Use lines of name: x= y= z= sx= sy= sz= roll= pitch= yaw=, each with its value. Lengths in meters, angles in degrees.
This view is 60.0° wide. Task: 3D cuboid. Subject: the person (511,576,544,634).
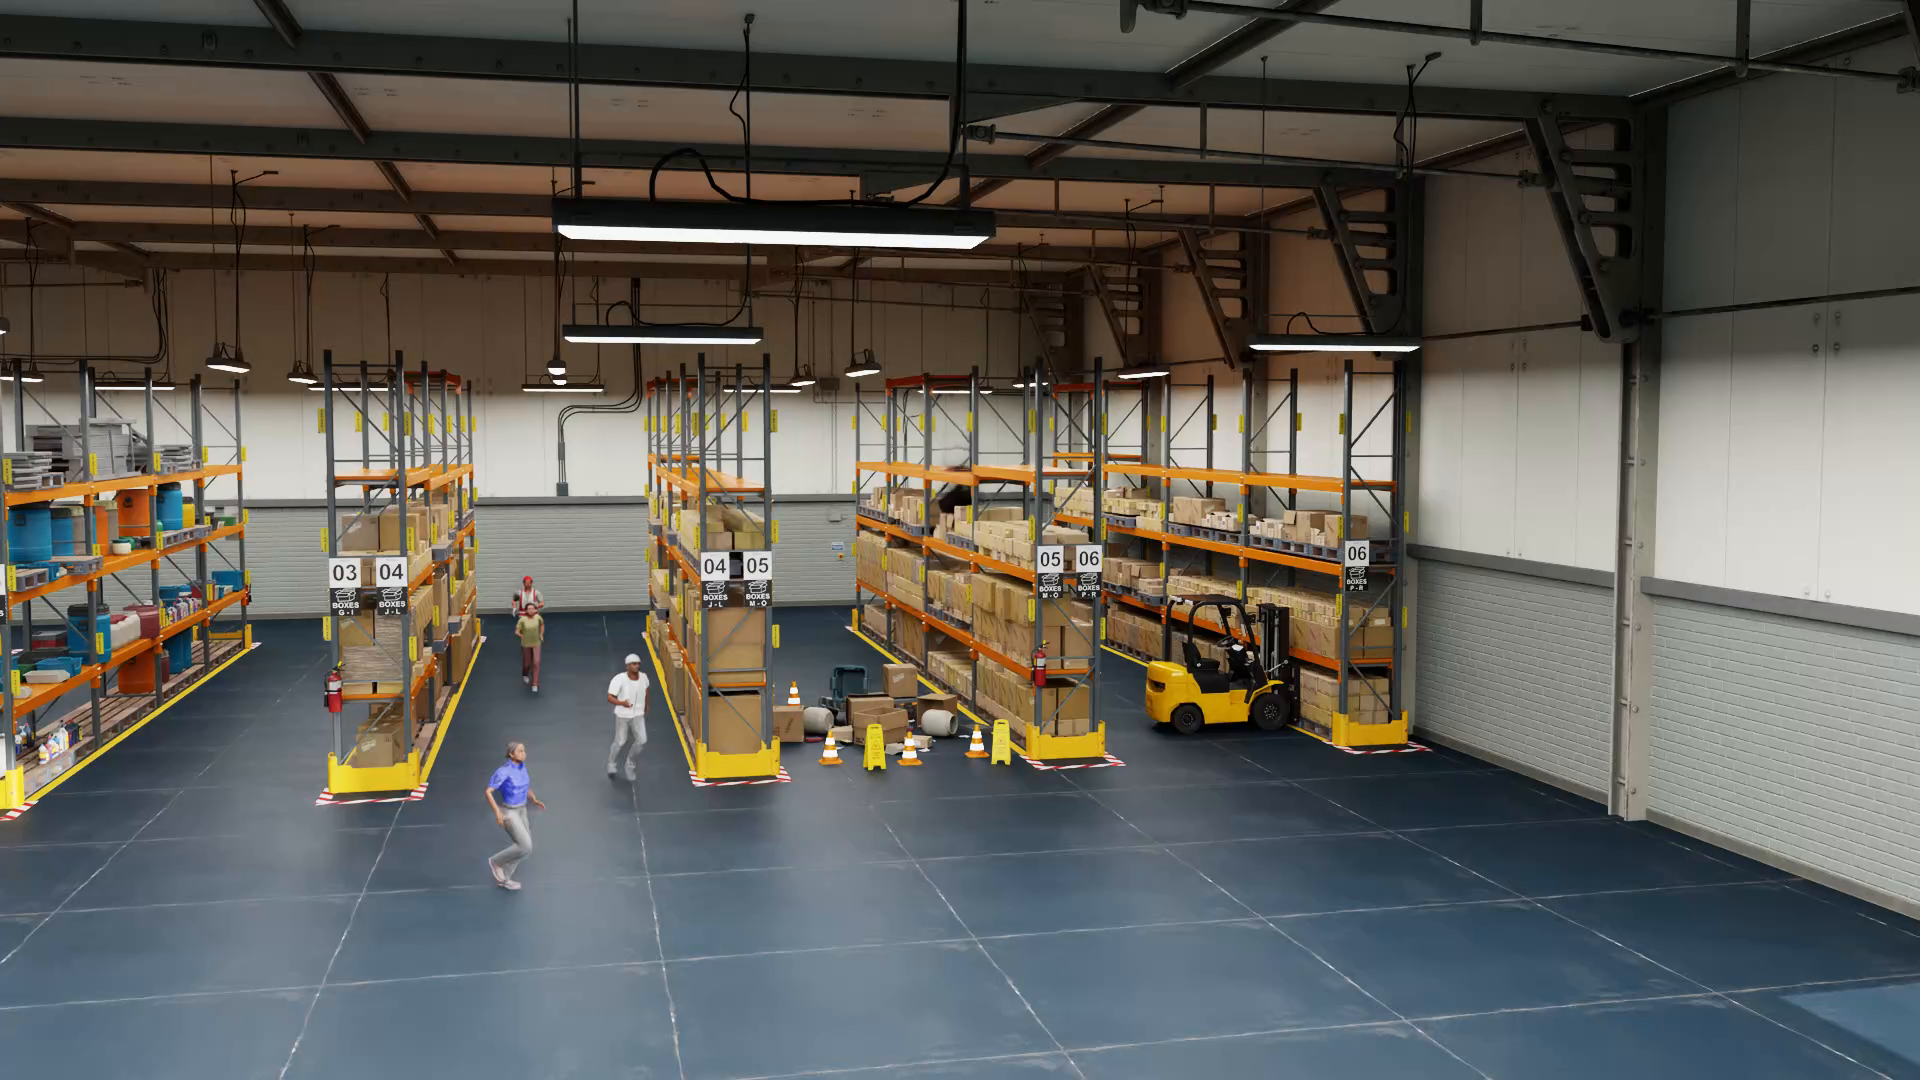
person: x=-9.163 y=1.645 z=35.299 sx=0.665 sy=1.768 sz=0.980 roll=-1 pitch=4 yaw=-18

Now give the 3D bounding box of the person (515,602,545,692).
person: x=-8.091 y=1.992 z=31.325 sx=0.562 sy=1.656 sz=0.926 roll=-2 pitch=4 yaw=-22

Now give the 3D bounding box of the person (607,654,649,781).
person: x=-4.651 y=2.503 z=23.502 sx=0.720 sy=1.799 sz=0.733 roll=-3 pitch=5 yaw=-33

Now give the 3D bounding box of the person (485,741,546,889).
person: x=-4.757 y=2.959 z=17.876 sx=0.585 sy=1.609 sz=0.561 roll=1 pitch=4 yaw=17
